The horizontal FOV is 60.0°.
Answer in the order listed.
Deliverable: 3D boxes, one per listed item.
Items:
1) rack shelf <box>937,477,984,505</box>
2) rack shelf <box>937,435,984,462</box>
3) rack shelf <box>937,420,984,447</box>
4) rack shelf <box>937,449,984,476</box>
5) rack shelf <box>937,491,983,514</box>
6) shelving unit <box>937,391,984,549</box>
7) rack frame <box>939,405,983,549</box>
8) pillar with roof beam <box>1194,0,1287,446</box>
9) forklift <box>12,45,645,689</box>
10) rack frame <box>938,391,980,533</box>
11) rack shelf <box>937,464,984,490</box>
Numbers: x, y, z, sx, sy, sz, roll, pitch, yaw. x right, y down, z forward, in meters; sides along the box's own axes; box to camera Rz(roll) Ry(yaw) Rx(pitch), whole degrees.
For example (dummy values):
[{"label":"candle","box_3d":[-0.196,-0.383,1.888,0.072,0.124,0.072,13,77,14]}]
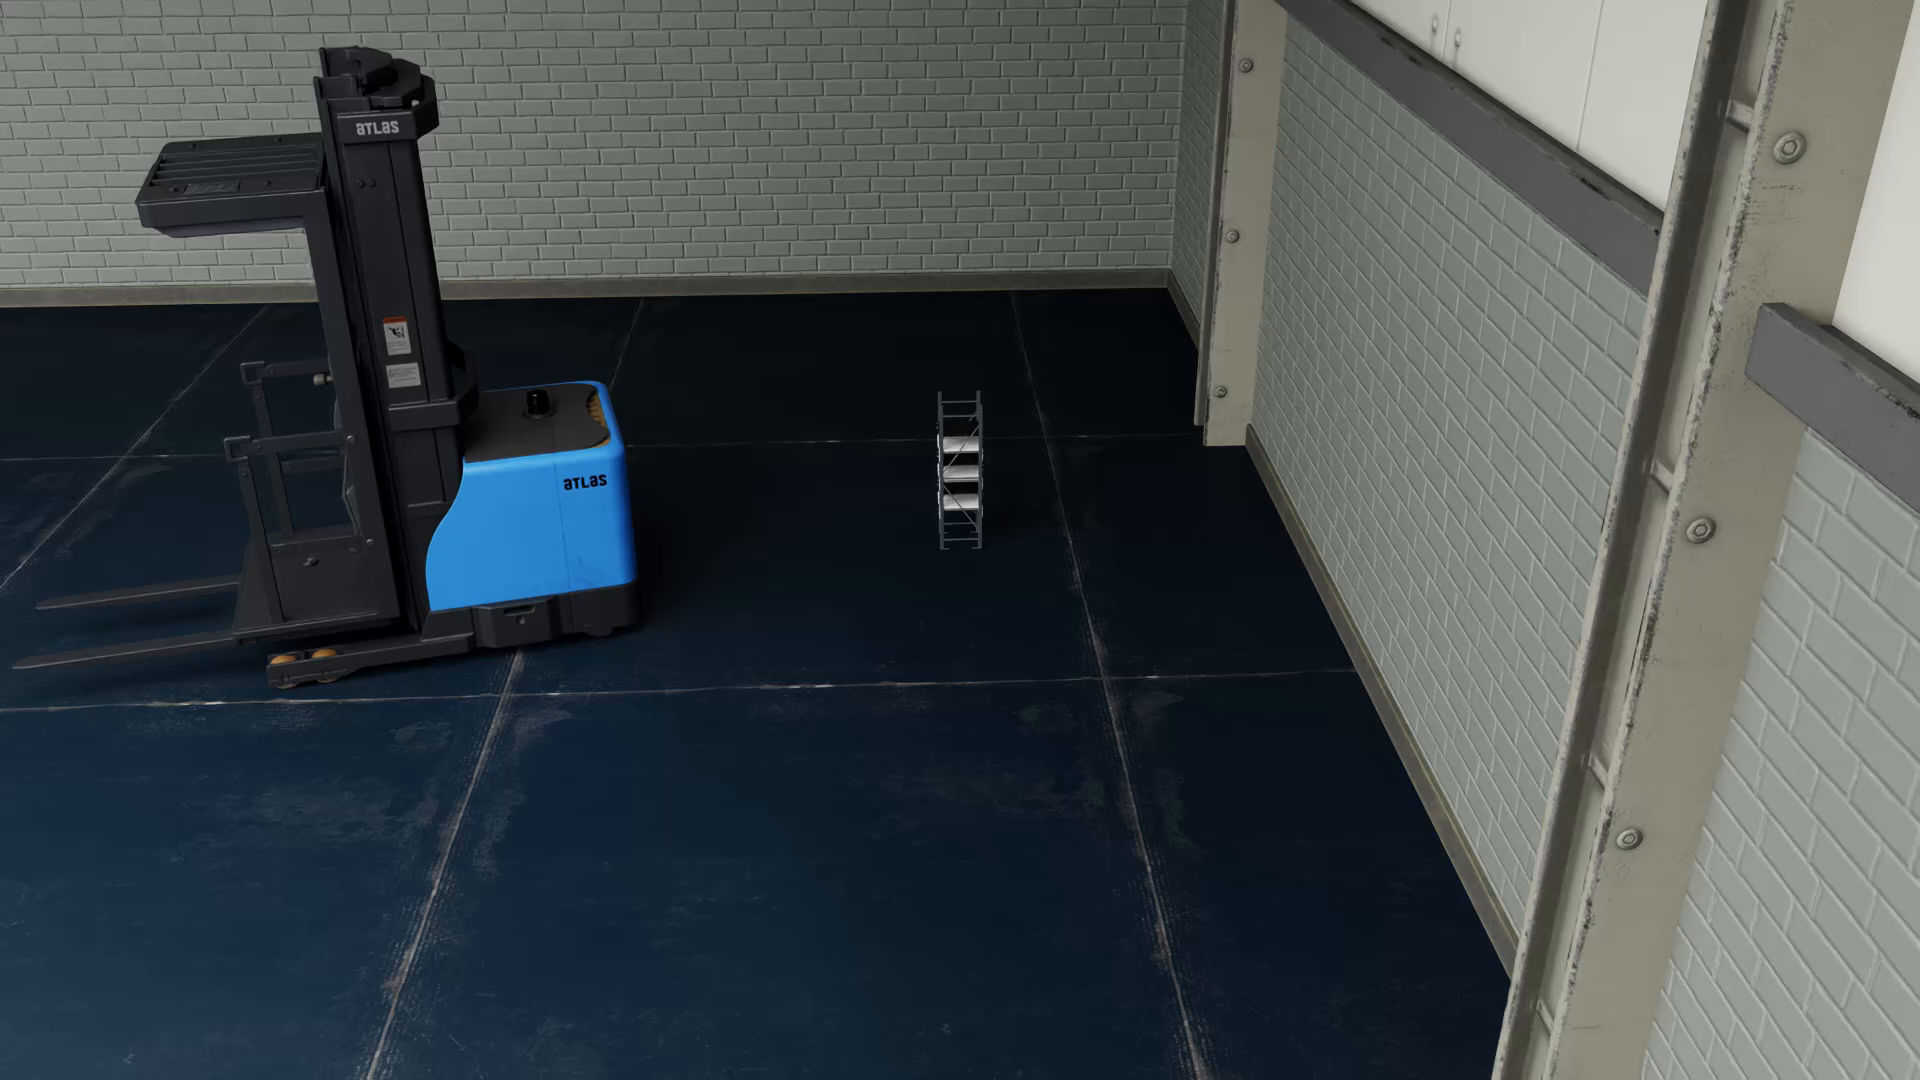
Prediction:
[{"label":"rack shelf","box_3d":[0.000,-0.286,9.592,0.258,0.077,0.200,-1,28,-3]},{"label":"rack shelf","box_3d":[0.000,-0.525,9.467,0.258,0.077,0.200,-1,28,-3]},{"label":"rack shelf","box_3d":[0.000,-0.605,9.425,0.258,0.077,0.200,-1,28,-3]},{"label":"rack shelf","box_3d":[0.000,-0.445,9.509,0.258,0.077,0.200,-1,28,-3]},{"label":"rack shelf","box_3d":[0.000,-0.206,9.633,0.258,0.077,0.200,-1,28,-3]},{"label":"shelving unit","box_3d":[0.000,-0.395,9.535,0.258,0.900,0.210,-1,28,-3]},{"label":"rack frame","box_3d":[0.006,-0.348,9.445,0.240,0.900,0.006,-1,28,-3]},{"label":"pillar with roof beam","box_3d":[-2.550,-4.600,8.838,9.100,9.000,0.400,-1,28,-3]},{"label":"forklift","box_3d":[-3.250,-0.829,8.170,3.031,2.935,1.130,-8,29,-15]},{"label":"rack frame","box_3d":[-0.005,-0.442,9.625,0.240,0.900,0.006,-1,28,-3]},{"label":"rack shelf","box_3d":[0.000,-0.366,9.550,0.258,0.077,0.200,-1,28,-3]}]
